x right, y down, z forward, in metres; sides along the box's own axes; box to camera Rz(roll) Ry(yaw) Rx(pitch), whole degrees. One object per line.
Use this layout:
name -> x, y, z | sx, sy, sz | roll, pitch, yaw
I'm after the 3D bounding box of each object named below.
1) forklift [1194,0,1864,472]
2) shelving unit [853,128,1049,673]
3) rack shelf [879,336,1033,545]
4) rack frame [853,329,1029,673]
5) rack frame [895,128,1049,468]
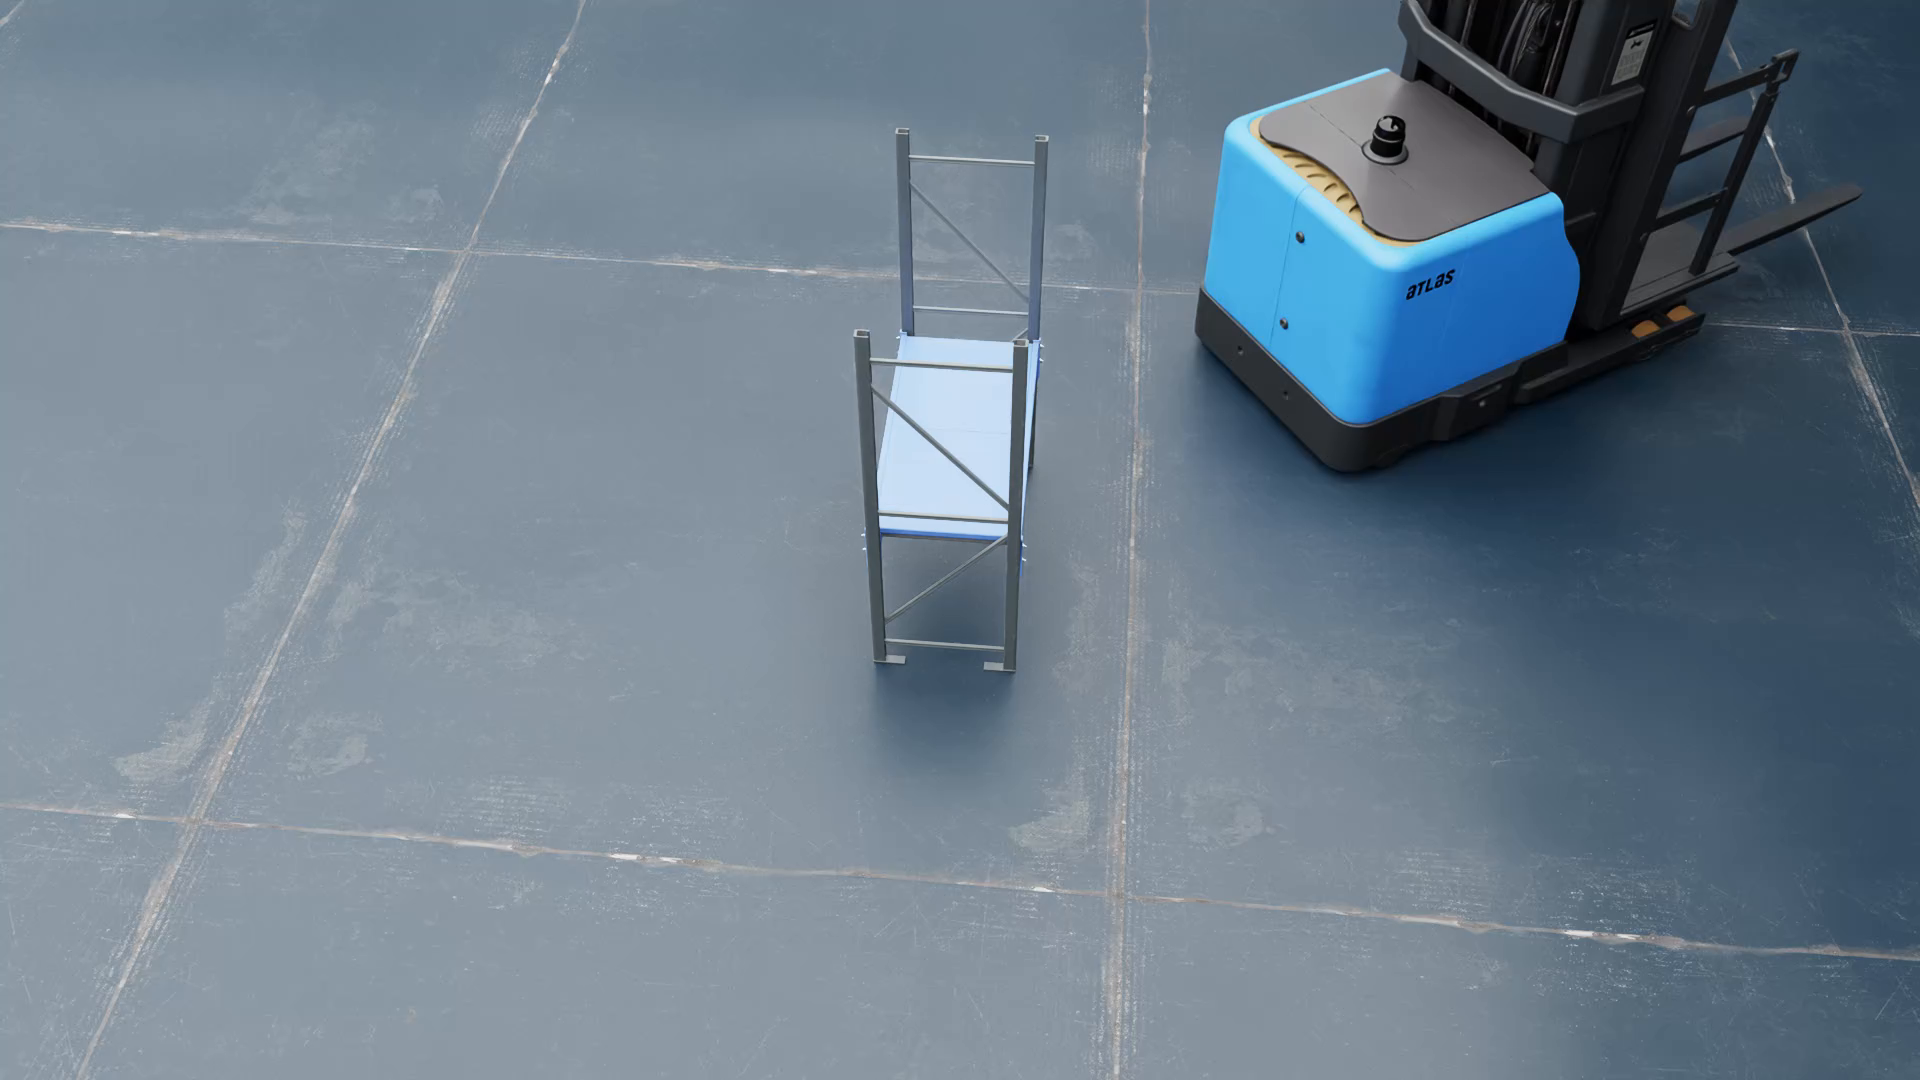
forklift -> 2.520, -2.056, 6.144 | 3.031, 2.935, 1.130 | -22, 51, -19
shelving unit -> -0.008, -0.443, 5.639 | 0.500, 1.500, 1.048 | 4, 48, 4
rack shelf -> -0.008, -0.355, 5.736 | 0.459, 0.062, 0.952 | 4, 48, 4
rack frame -> -0.054, -0.070, 5.298 | 0.500, 1.500, 0.032 | 4, 48, 4
rack frame -> 0.039, -0.817, 5.981 | 0.500, 1.500, 0.032 | 4, 48, 4
